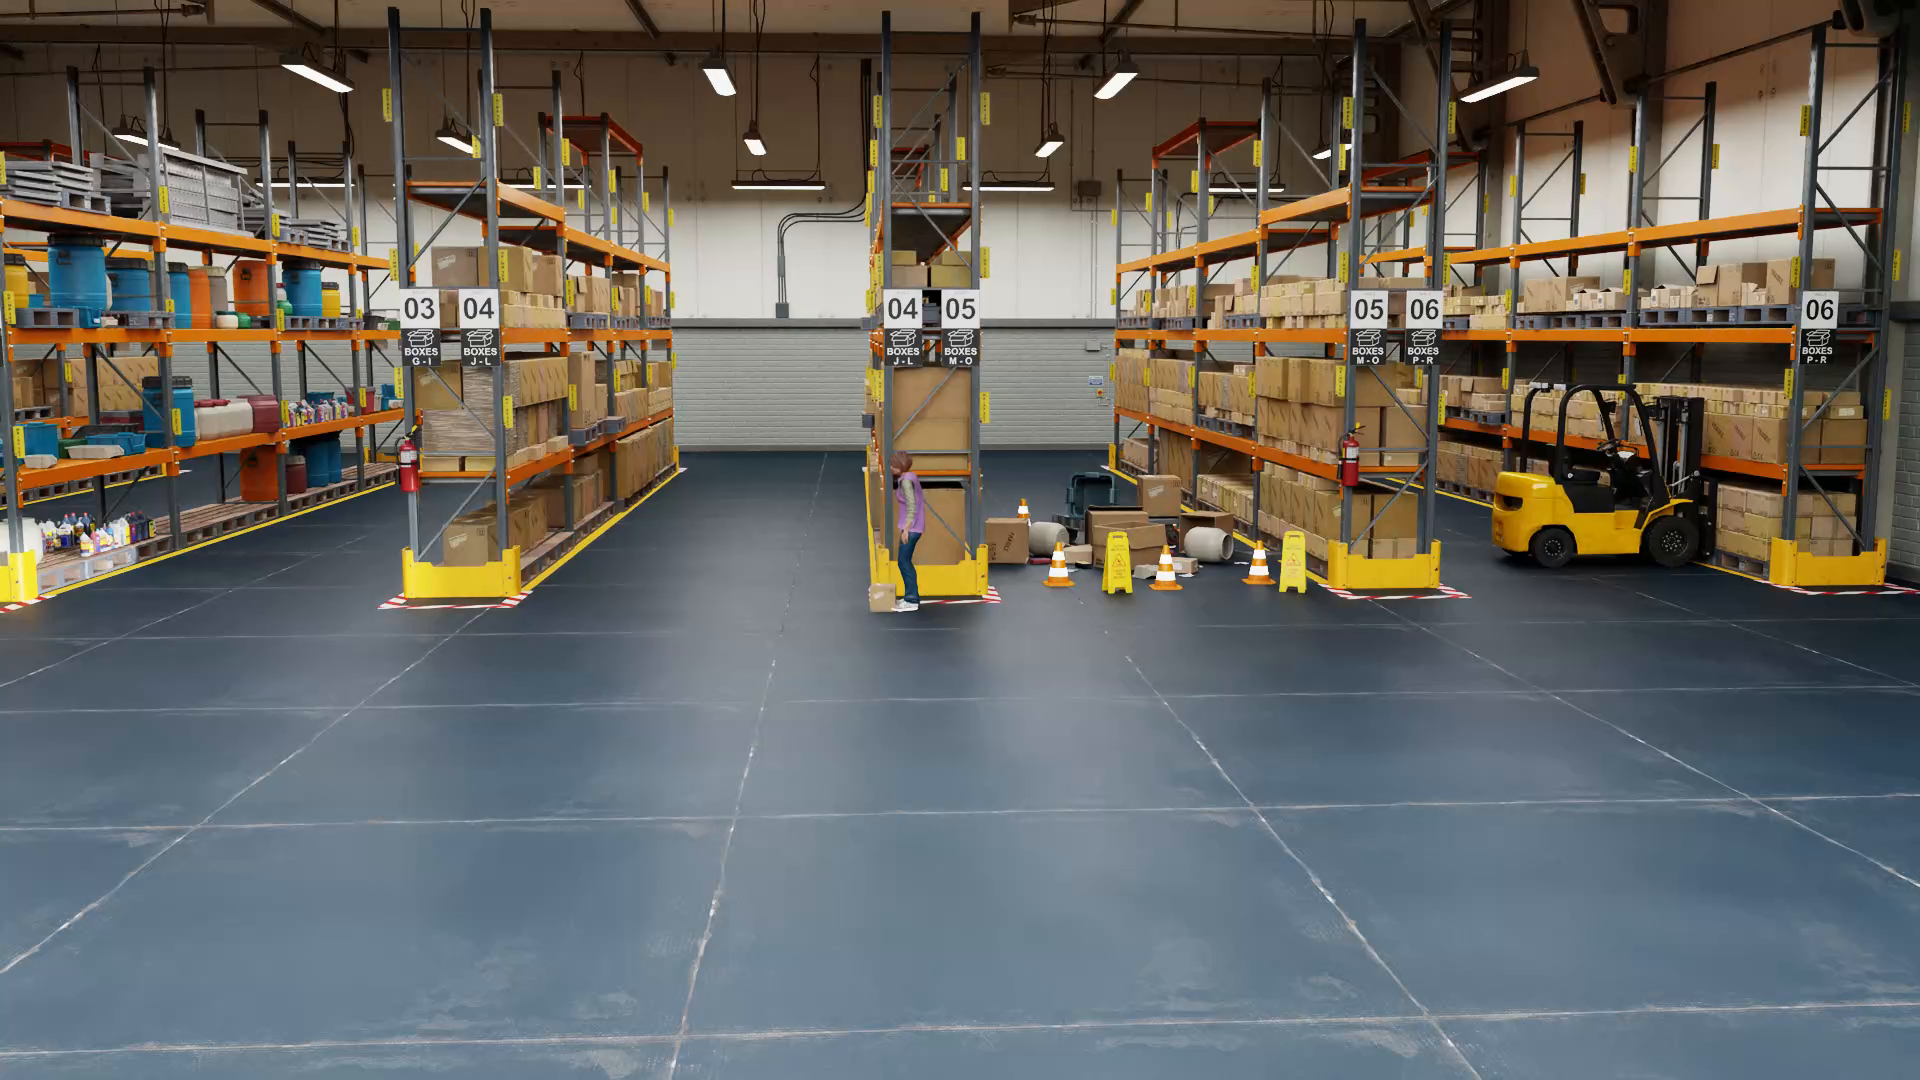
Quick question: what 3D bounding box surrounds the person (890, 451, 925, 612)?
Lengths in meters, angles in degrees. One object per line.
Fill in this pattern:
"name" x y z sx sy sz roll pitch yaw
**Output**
"person" -0.522 -0.092 16.549 0.347 1.592 0.484 0 7 -2
